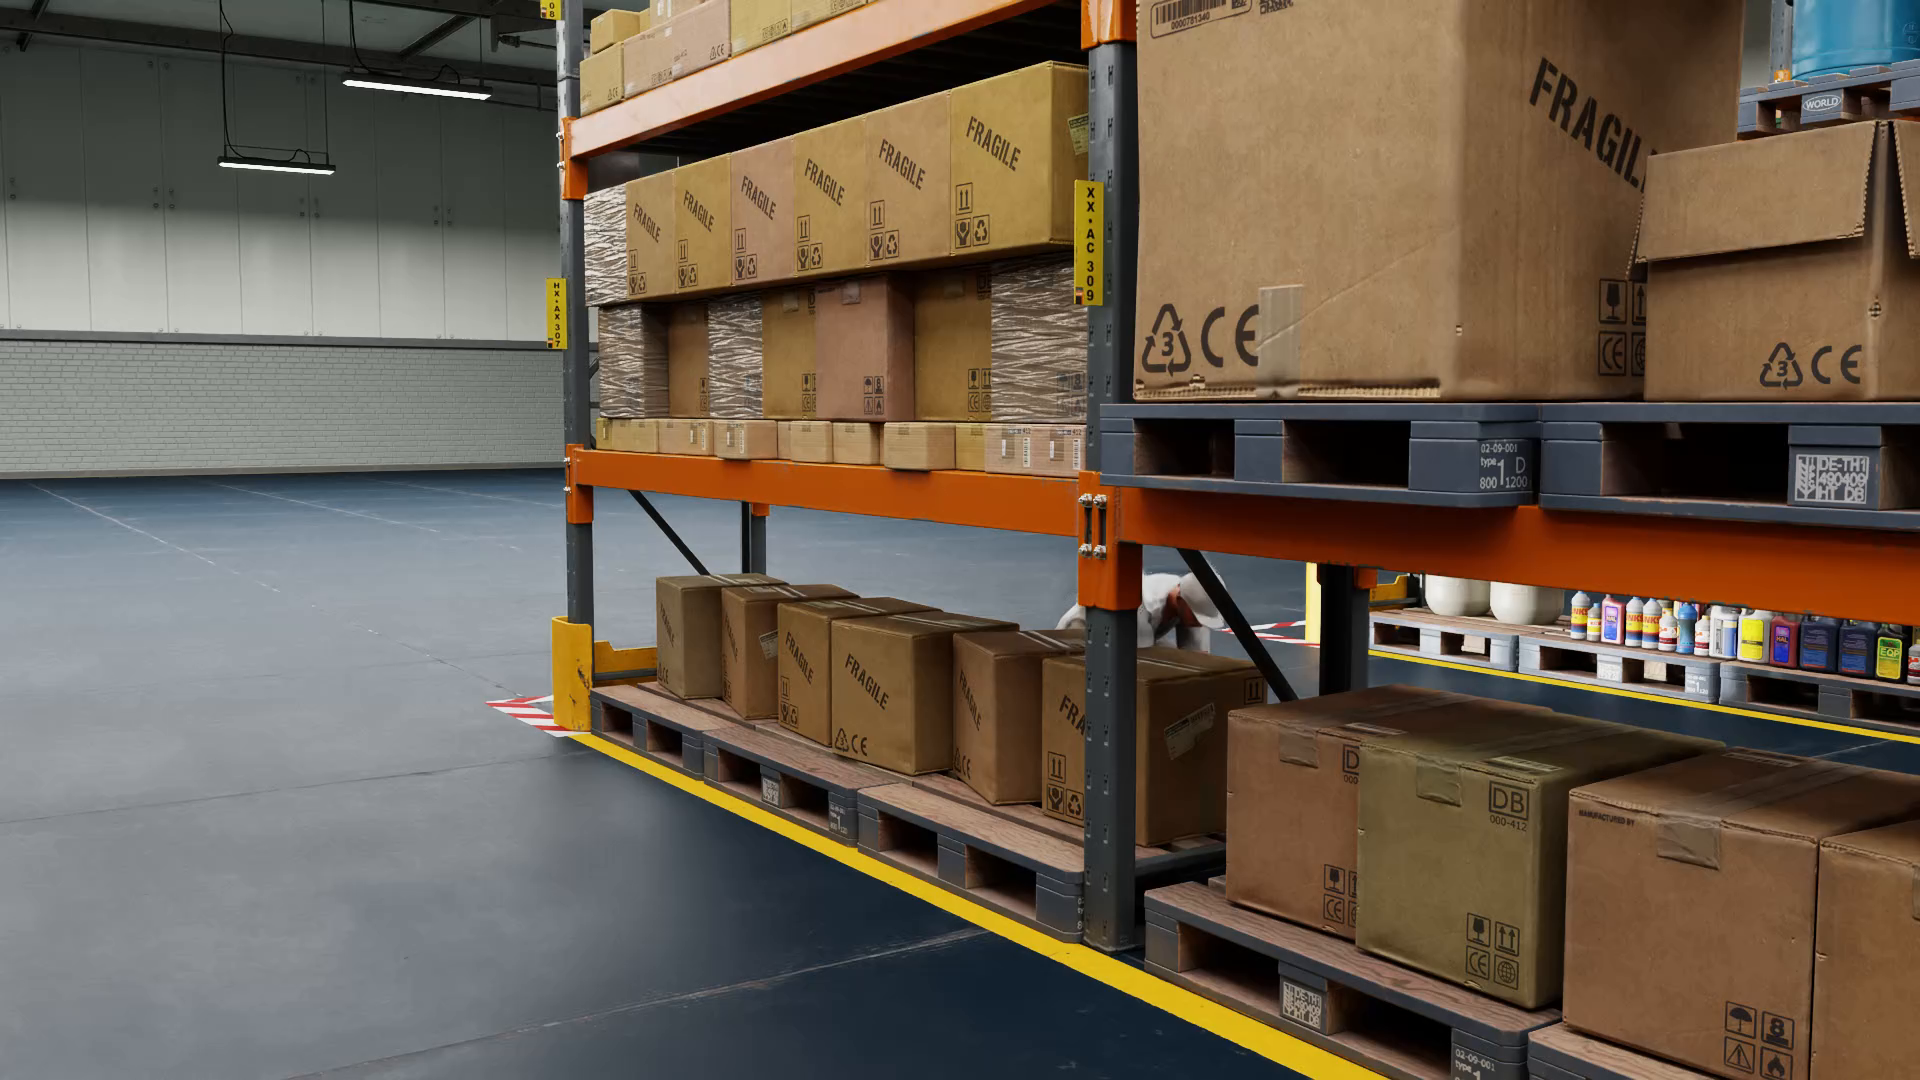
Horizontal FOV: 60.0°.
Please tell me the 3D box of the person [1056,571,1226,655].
[{"bbox_3d":[0.825,0.536,7.493,0.534,0.875,0.909,-3,6,-34],"label":"person"}]
